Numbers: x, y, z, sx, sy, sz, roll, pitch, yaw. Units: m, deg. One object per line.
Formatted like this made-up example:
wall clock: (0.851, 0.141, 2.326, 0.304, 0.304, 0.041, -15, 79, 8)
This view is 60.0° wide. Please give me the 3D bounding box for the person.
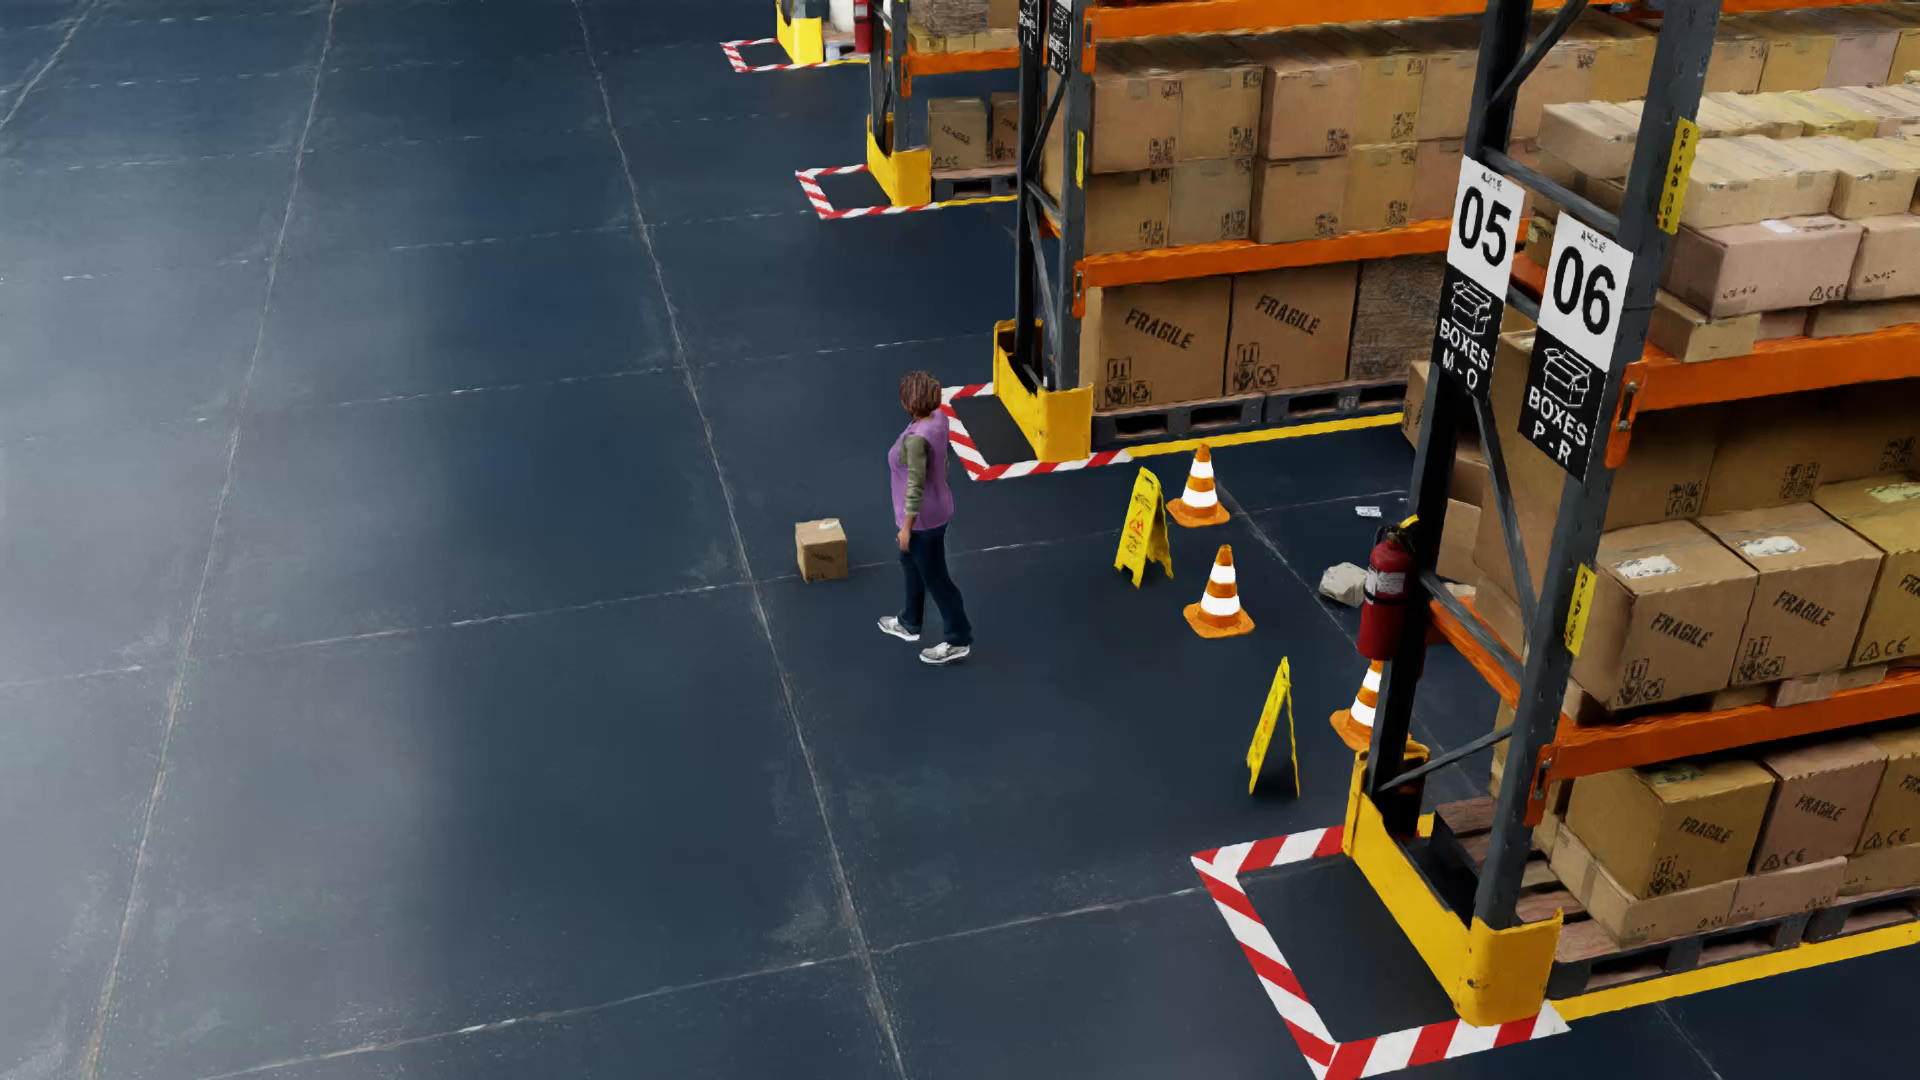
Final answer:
person: (-0.197, -0.117, 8.431, 0.565, 1.597, 0.417, 7, 31, 11)
